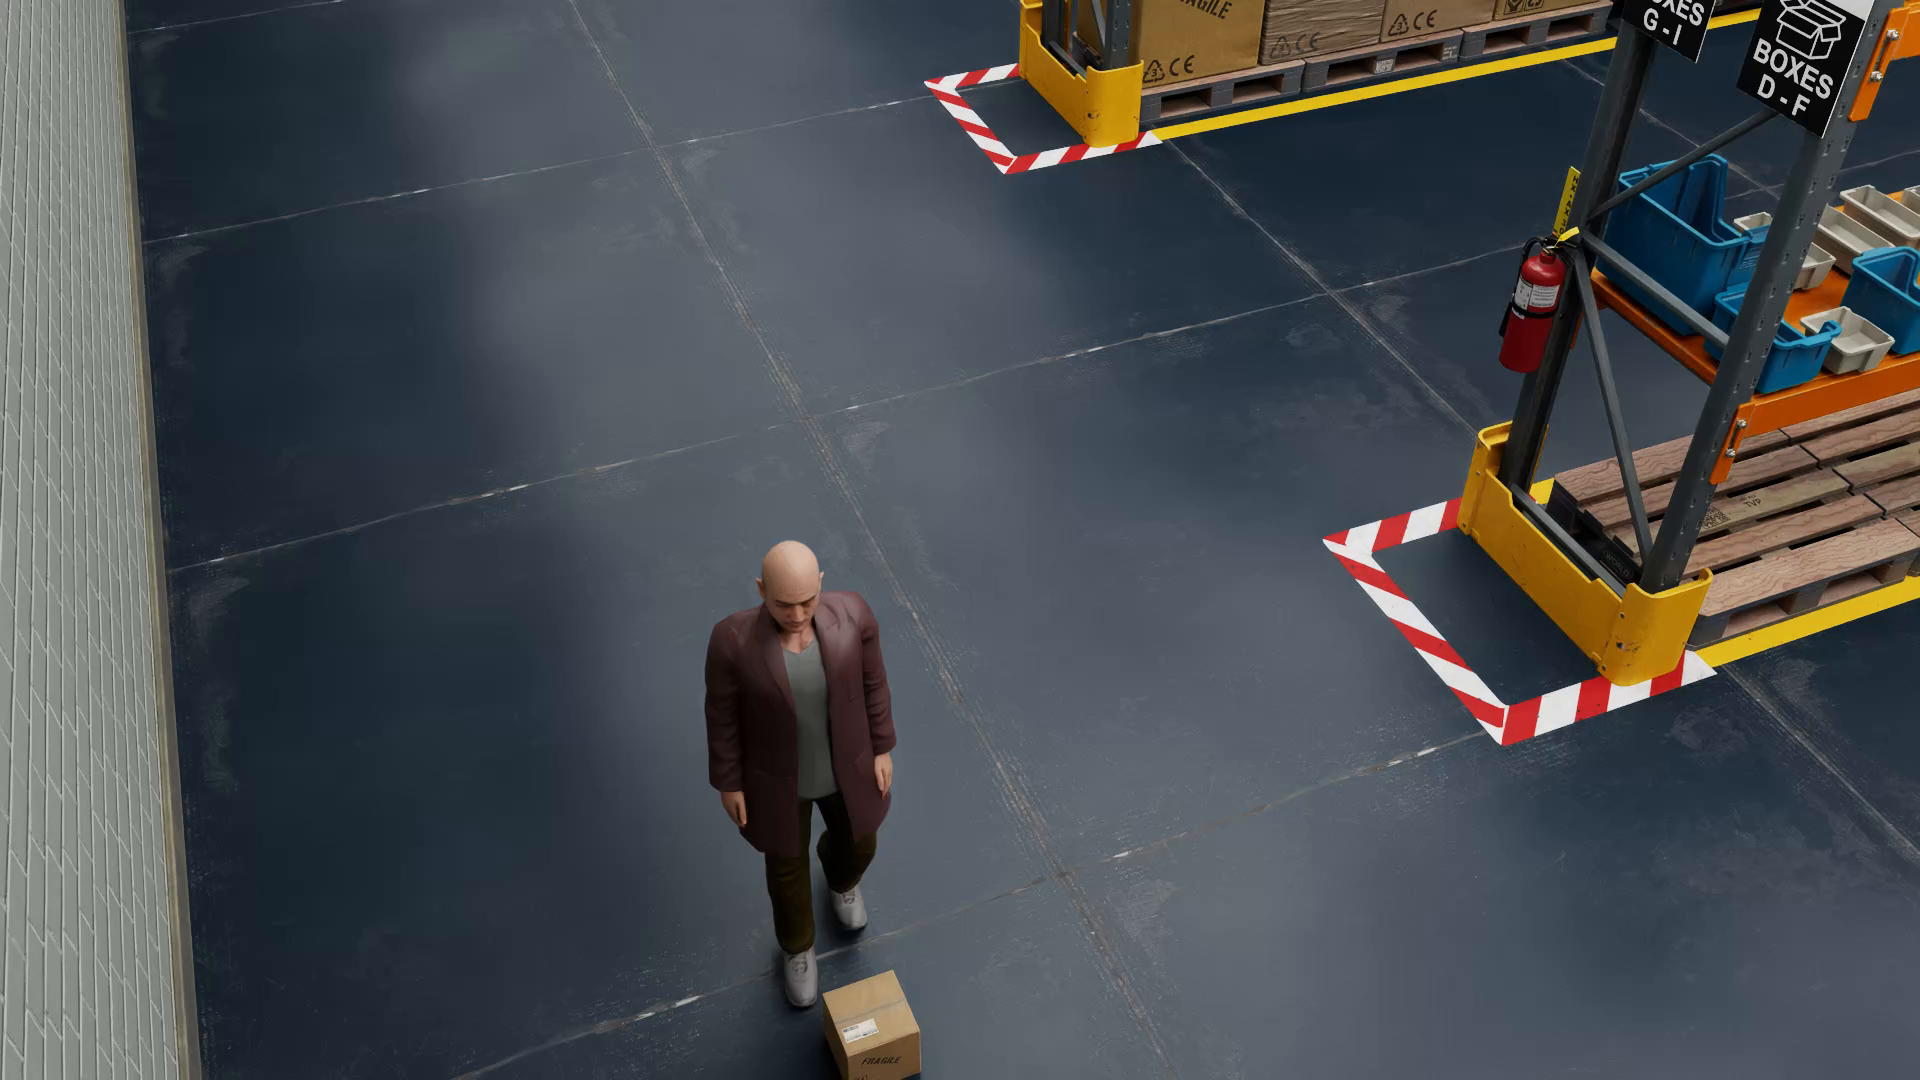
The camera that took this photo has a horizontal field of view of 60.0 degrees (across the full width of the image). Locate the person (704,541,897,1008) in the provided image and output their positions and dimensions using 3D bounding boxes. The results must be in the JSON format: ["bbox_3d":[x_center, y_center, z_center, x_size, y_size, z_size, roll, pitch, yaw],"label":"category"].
[{"bbox_3d":[-0.497,0.726,5.326,0.609,1.783,0.617,-11,42,-12],"label":"person"}]
